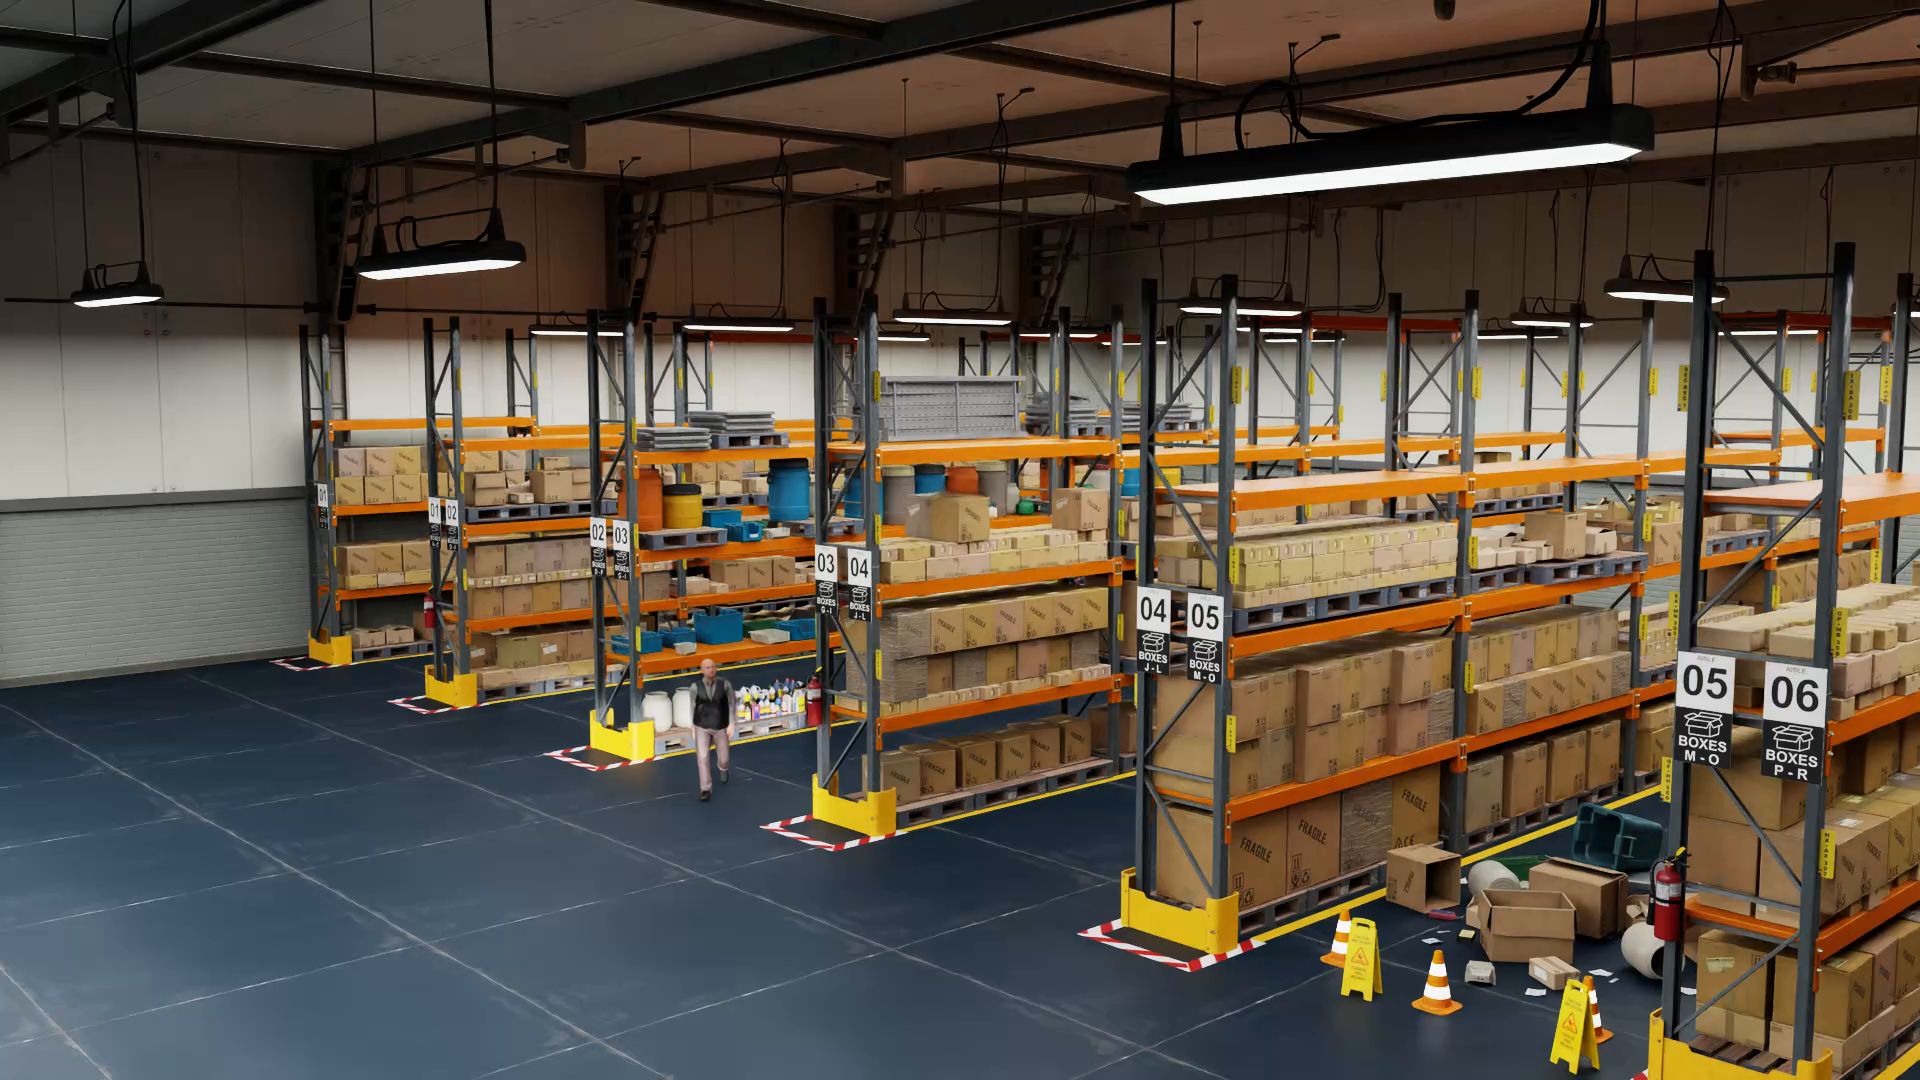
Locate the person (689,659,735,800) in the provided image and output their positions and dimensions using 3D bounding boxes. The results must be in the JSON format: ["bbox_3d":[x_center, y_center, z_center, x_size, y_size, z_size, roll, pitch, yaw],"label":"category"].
[{"bbox_3d":[-3.016,2.270,20.308,0.540,1.691,0.854,0,6,-3],"label":"person"}]

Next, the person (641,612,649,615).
[{"bbox_3d":[-5.896,1.192,31.180,0.471,1.615,0.981,4,7,37],"label":"person"}]
